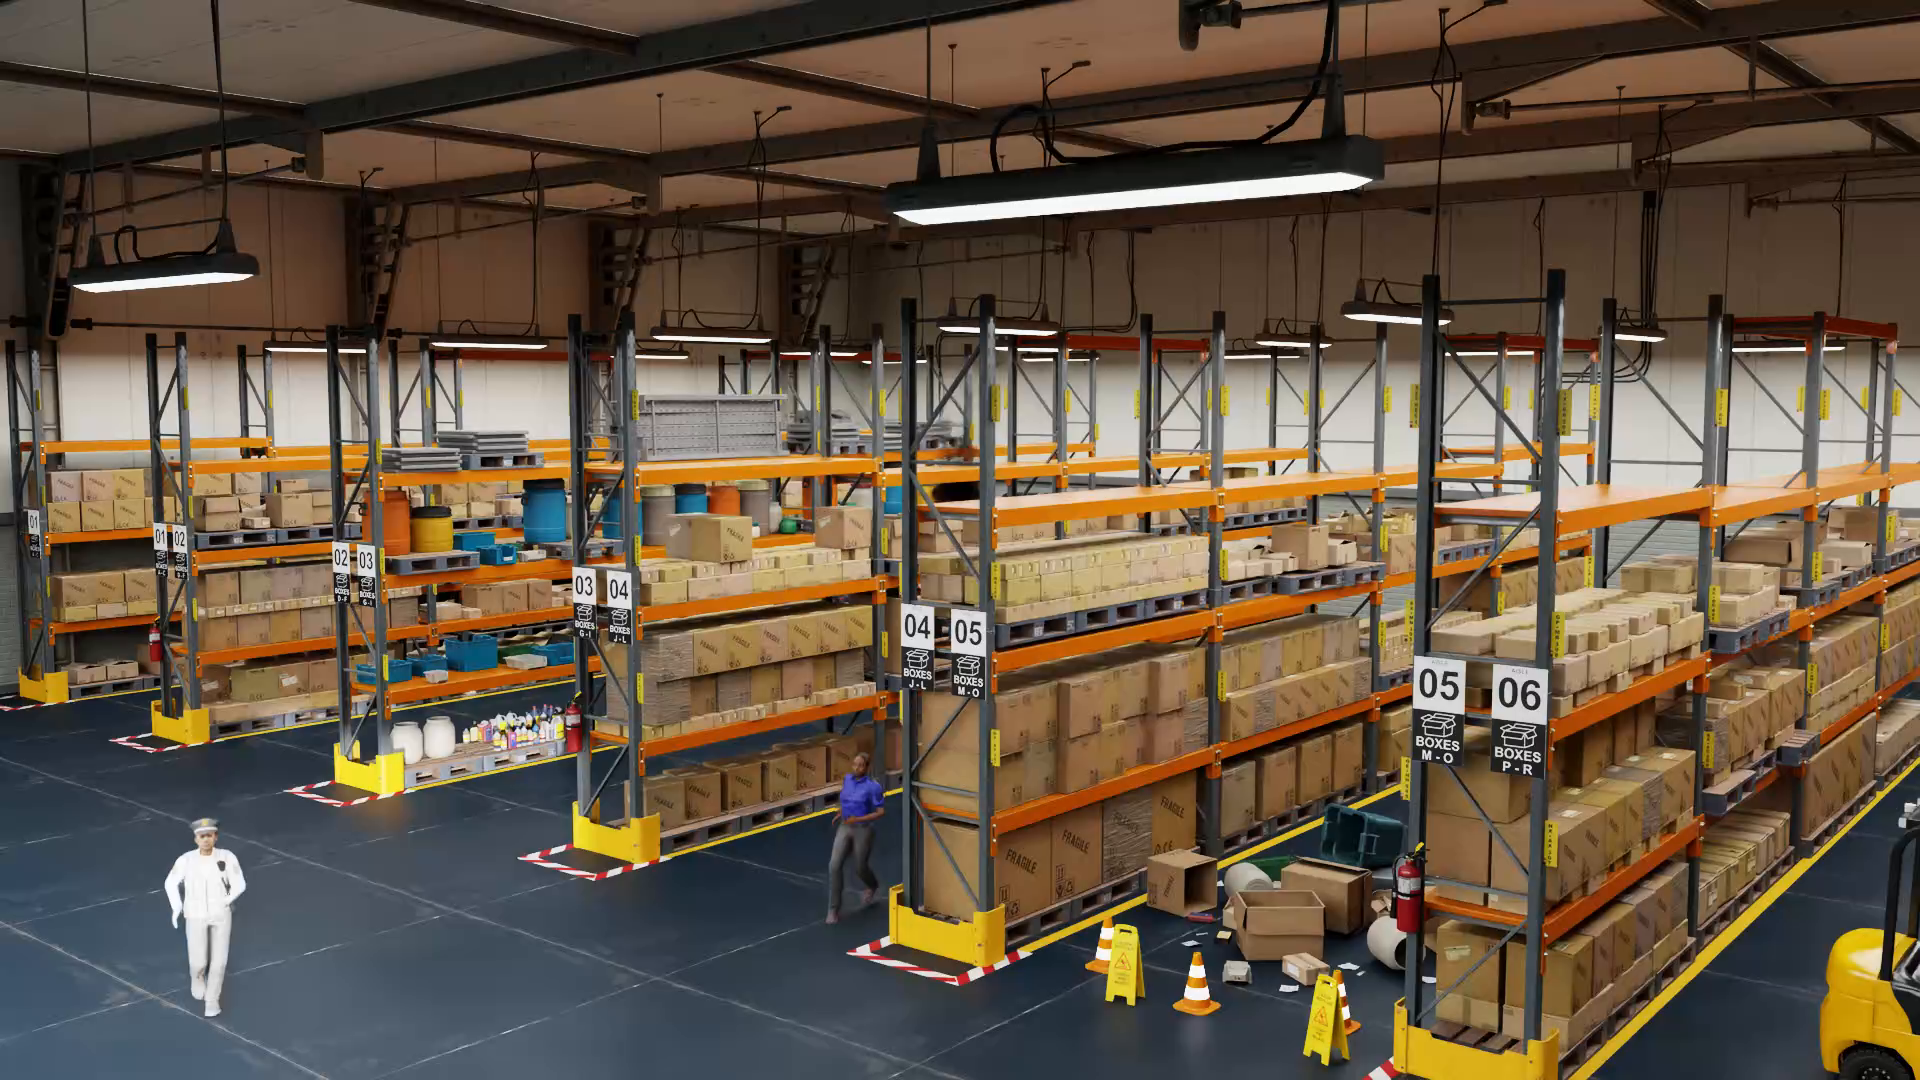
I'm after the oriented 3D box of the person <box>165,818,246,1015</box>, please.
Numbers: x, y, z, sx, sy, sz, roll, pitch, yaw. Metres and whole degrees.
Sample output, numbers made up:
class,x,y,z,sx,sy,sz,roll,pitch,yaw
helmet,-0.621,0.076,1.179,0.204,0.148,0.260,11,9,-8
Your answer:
class,x,y,z,sx,sy,sz,roll,pitch,yaw
person,-6.205,3.110,13.714,0.608,1.656,0.540,-3,6,-26

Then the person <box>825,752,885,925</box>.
class,x,y,z,sx,sy,sz,roll,pitch,yaw
person,-0.979,2.908,16.347,0.601,1.698,0.805,3,6,27
